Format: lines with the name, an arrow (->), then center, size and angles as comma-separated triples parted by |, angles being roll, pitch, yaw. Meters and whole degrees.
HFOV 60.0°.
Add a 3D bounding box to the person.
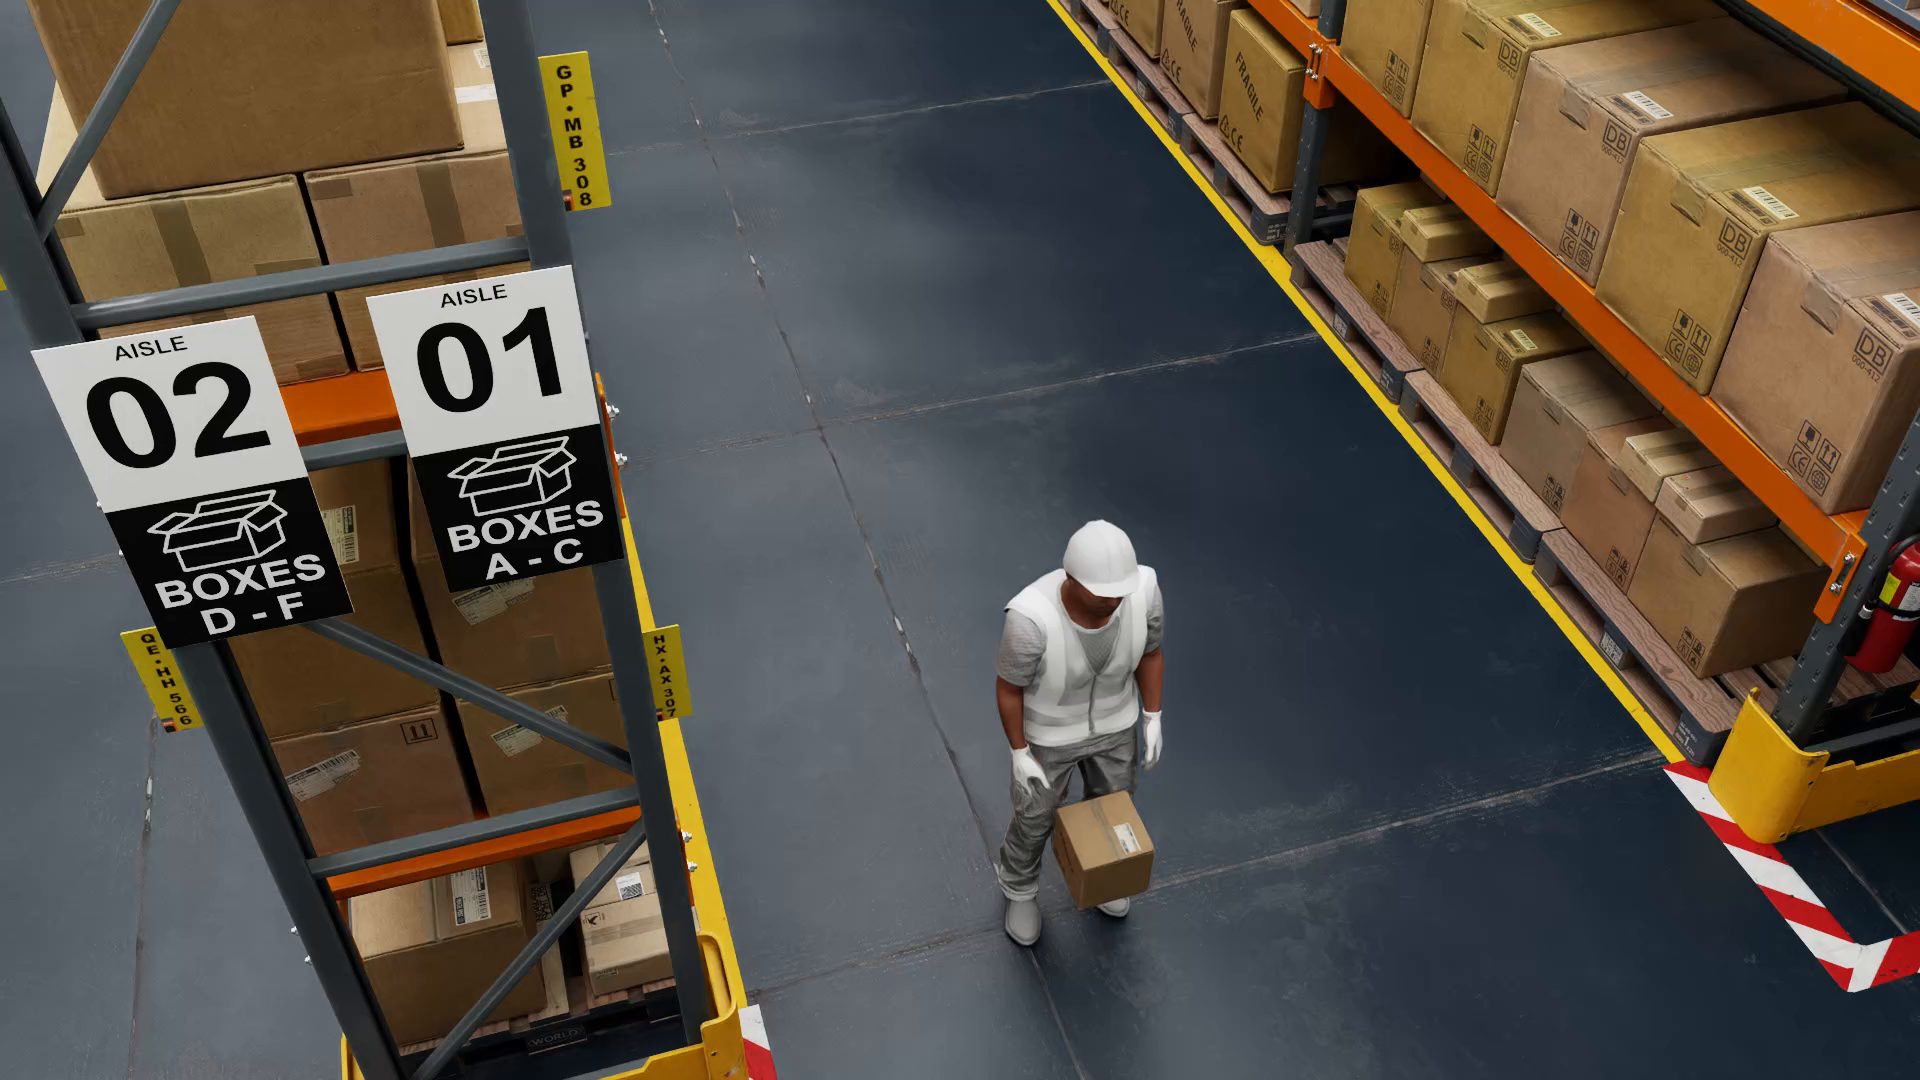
person -> 0.389, 0.609, 5.467 | 0.575, 1.781, 0.411 | -13, 43, -14
